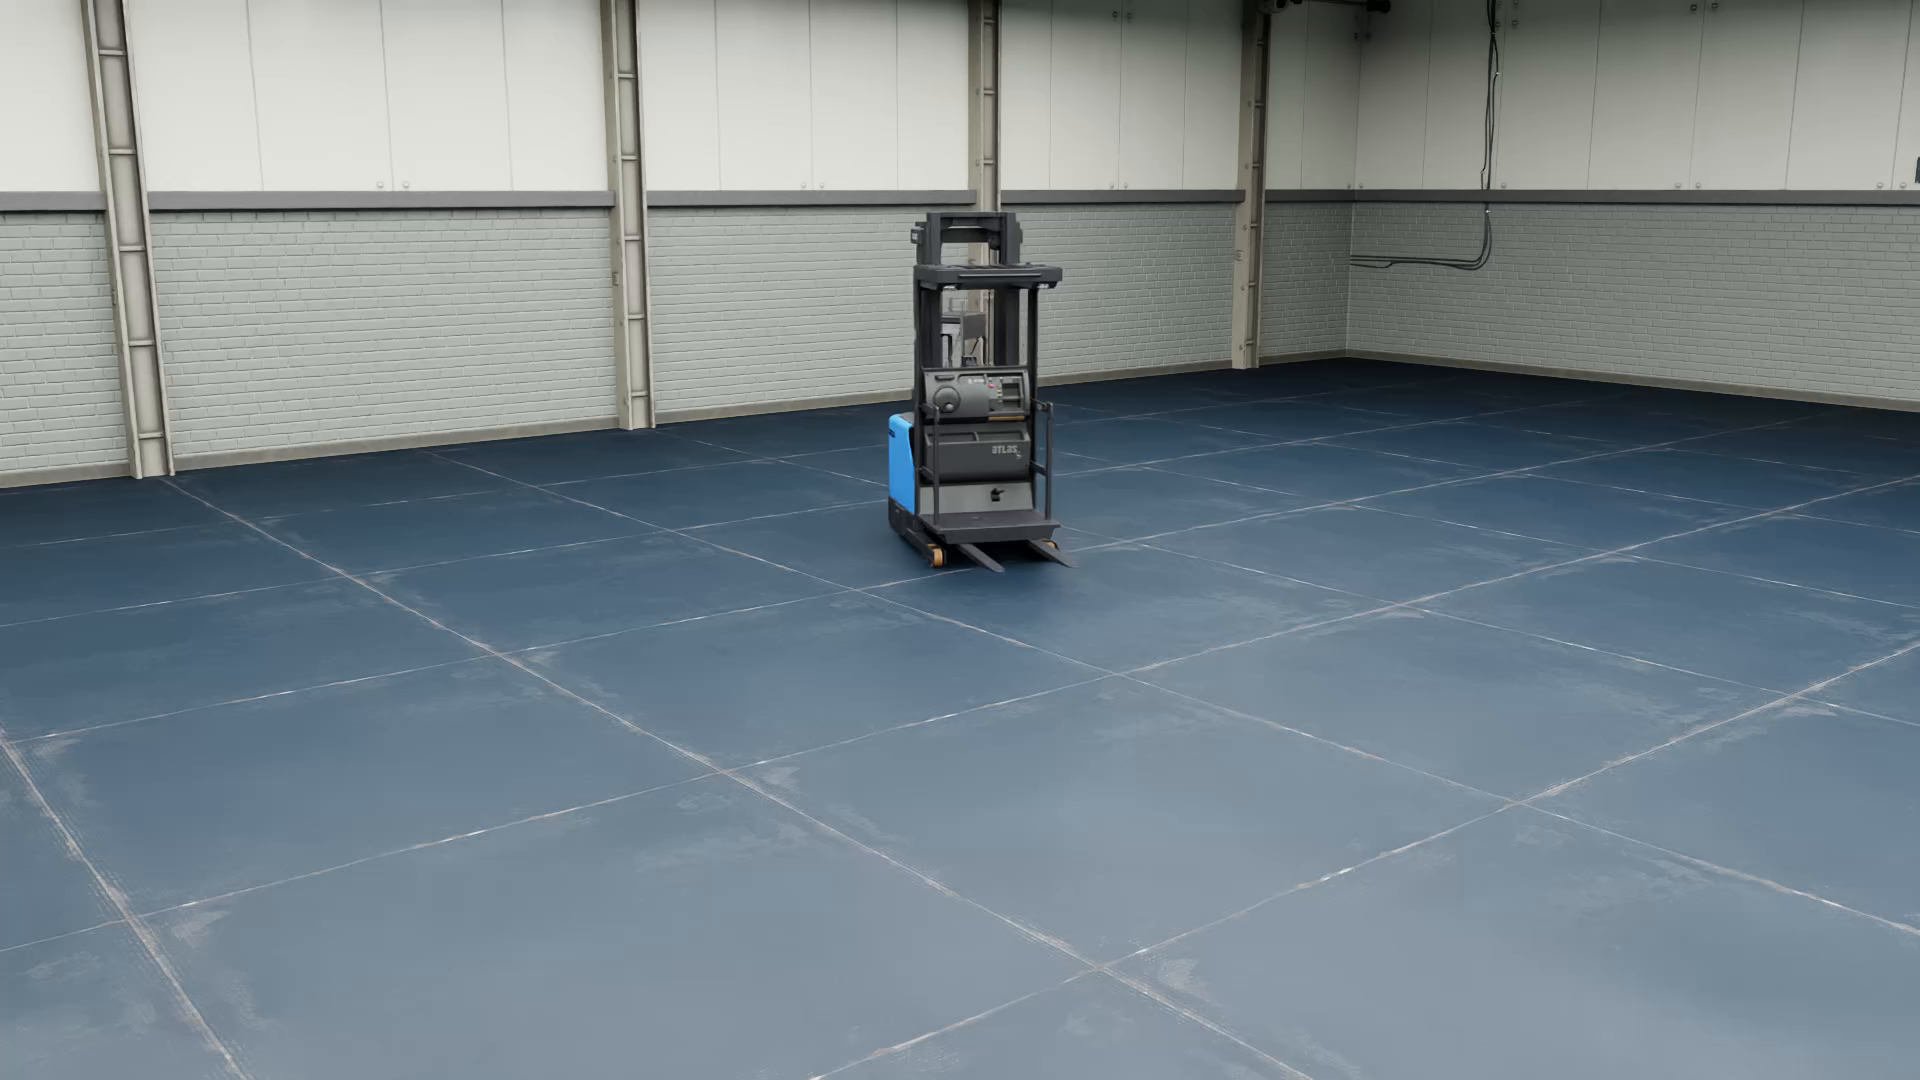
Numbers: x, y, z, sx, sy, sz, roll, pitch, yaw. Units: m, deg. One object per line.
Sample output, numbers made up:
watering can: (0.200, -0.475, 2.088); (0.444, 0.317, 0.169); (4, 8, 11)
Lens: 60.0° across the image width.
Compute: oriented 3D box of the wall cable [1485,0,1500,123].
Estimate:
wall cable: (9.873, -8.141, 27.122); (0.112, 2.526, 3.097); (-9, 15, -38)

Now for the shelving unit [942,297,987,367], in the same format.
shelving unit: (-0.039, -1.270, 16.056); (0.431, 2.100, 0.503); (6, 13, 26)

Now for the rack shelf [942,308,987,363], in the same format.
rack shelf: (-0.039, -1.942, 15.914); (0.431, 0.518, 0.480); (6, 13, 26)

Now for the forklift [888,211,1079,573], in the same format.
forklift: (0.207, -1.289, 14.143); (1.130, 2.935, 3.031); (-3, 12, -15)

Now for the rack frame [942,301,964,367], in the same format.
rack frame: (-0.148, -1.225, 15.843); (0.400, 2.100, 0.015); (6, 13, 26)

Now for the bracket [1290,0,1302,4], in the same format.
bracket: (5.603, -9.218, 28.209); (0.430, 0.232, 0.235); (-9, 15, -38)

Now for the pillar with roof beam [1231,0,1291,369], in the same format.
pillar with roof beam: (7.746, -6.763, 25.312); (0.548, 9.000, 9.100); (-9, 15, -38)

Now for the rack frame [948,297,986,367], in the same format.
rack frame: (0.070, -1.316, 16.270); (0.400, 2.100, 0.015); (6, 13, 26)

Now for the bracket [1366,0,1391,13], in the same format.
bracket: (7.453, -9.525, 29.657); (0.430, 0.232, 0.235); (-9, 15, -38)

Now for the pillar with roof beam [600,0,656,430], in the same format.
pillar with roof beam: (-1.624, -5.206, 17.979); (0.400, 9.000, 9.100); (-9, 15, -38)

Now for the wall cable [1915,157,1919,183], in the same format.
wall cable: (14.102, -7.750, 21.776); (0.169, 6.003, 2.305); (-9, 15, -38)

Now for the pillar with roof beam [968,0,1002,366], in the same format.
pillar with roof beam: (3.061, -5.984, 21.645); (0.400, 9.000, 9.100); (-9, 15, -38)

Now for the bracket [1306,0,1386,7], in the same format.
bracket: (6.992, -9.449, 29.296); (3.189, 0.066, 0.076); (-9, 15, -38)

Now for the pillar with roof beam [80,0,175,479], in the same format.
pillar with roof beam: (-6.309, -4.427, 14.312); (0.400, 9.000, 9.100); (-9, 15, -38)

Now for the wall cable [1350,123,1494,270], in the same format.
wall cable: (8.183, -6.110, 29.713); (0.112, 2.526, 3.097); (-9, 15, -38)
